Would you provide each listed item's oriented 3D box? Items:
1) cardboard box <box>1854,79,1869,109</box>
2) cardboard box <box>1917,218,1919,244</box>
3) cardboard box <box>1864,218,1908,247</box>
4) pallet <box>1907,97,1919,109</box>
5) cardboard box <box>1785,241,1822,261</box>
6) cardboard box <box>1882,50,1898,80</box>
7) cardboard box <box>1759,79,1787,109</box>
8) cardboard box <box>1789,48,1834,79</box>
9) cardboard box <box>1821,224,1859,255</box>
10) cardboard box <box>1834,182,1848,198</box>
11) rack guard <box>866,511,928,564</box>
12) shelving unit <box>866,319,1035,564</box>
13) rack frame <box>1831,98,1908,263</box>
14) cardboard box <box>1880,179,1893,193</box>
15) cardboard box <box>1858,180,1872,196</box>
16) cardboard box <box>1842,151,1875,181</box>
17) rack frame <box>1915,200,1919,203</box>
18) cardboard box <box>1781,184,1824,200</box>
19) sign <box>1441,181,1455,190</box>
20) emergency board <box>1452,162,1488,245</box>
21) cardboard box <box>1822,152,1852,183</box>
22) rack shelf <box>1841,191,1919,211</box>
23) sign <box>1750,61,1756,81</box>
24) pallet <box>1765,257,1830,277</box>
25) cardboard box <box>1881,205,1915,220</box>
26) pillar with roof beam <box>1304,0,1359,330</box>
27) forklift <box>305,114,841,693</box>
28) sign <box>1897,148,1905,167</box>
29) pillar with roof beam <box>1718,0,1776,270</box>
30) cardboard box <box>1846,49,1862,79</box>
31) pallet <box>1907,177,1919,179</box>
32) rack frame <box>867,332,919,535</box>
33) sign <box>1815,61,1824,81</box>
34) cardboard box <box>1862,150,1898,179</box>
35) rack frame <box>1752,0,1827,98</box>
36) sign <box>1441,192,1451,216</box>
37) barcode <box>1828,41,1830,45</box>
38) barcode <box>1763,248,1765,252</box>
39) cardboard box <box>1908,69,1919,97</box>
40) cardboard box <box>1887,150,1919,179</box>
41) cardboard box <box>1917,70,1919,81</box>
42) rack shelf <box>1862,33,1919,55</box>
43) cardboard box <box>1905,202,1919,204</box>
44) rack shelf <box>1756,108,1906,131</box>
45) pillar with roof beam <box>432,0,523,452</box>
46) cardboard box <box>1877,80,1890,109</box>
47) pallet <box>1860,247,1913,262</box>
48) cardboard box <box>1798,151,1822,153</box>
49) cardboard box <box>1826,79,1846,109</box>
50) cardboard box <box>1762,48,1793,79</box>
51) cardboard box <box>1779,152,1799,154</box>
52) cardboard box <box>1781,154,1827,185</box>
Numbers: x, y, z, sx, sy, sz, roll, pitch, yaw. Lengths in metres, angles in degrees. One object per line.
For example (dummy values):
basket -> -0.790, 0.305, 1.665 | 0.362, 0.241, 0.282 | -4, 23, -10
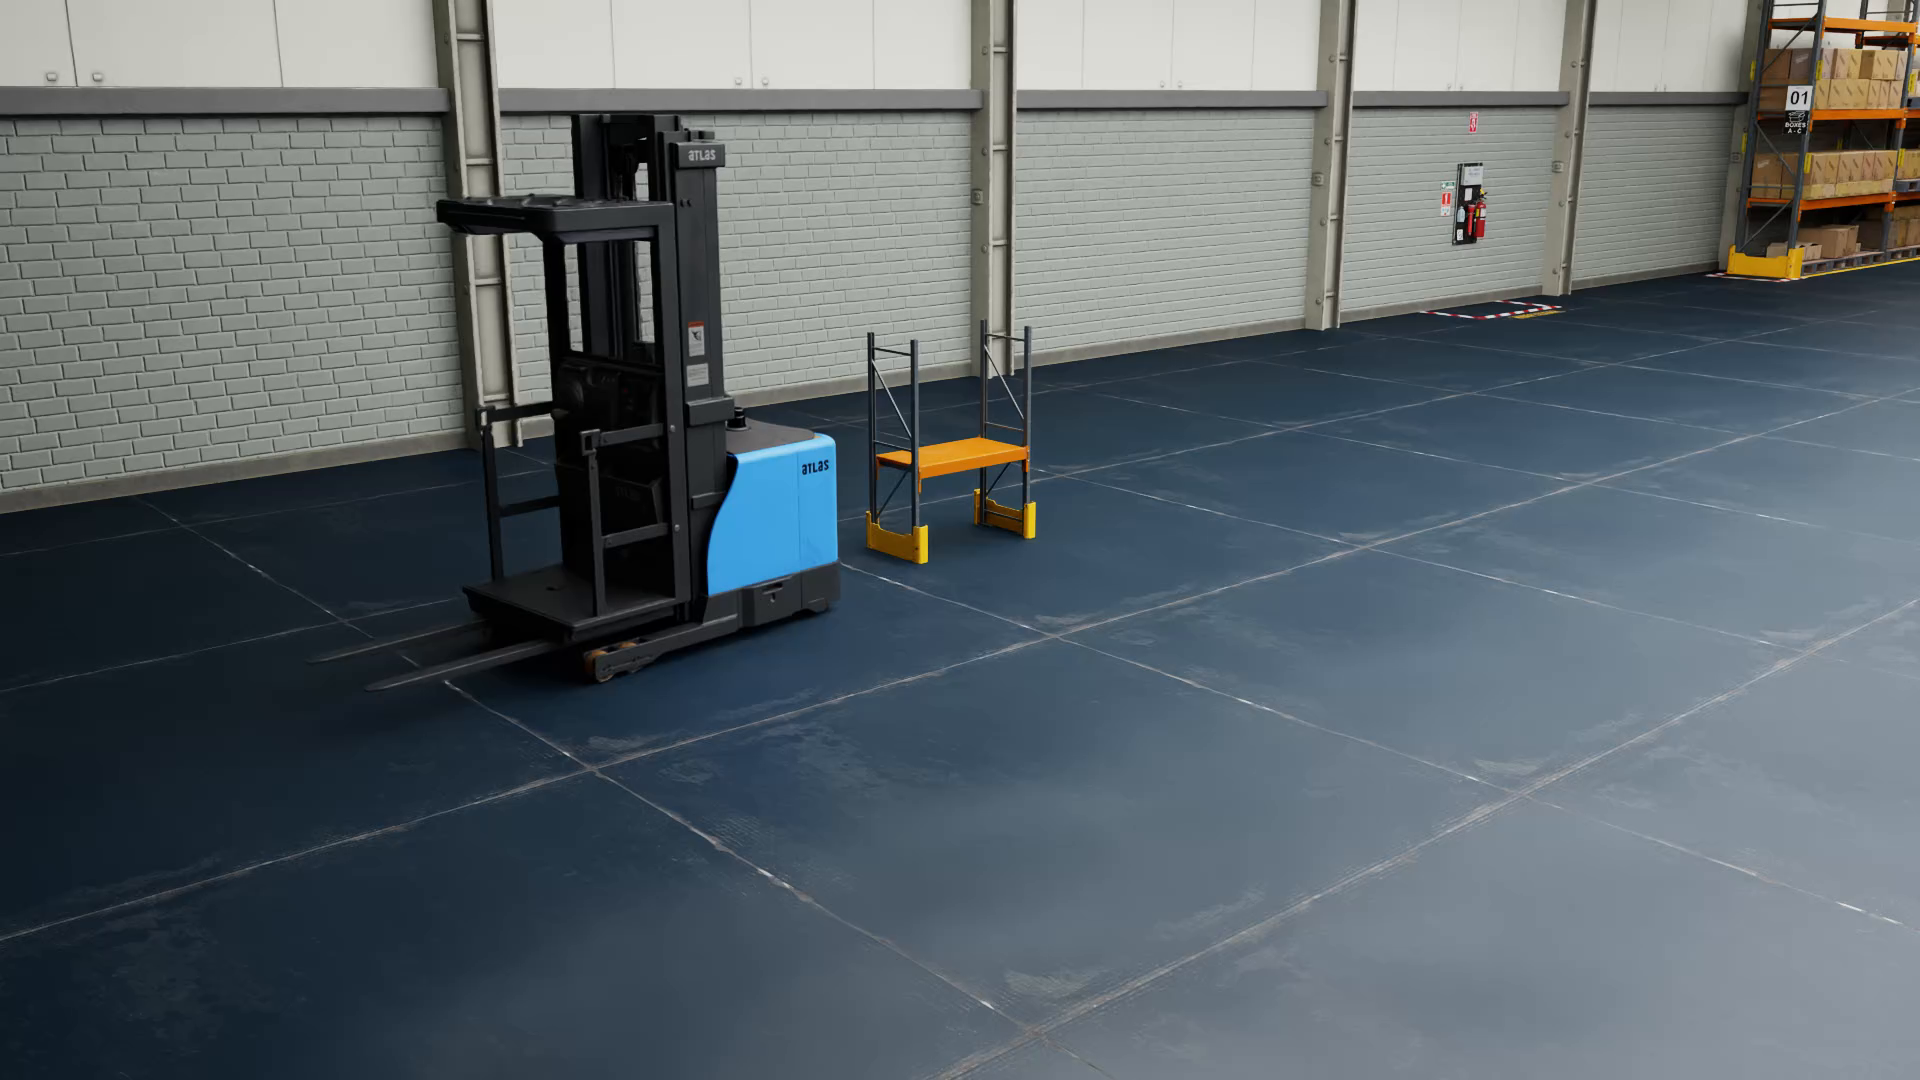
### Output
cardboard box -> 15.606, -7.848, 29.274 | 0.500, 0.500, 0.500 | -11, 19, -36
cardboard box -> 18.687, -6.139, 32.912 | 0.500, 0.500, 0.700 | -13, 20, -40
cardboard box -> 17.901, -5.973, 32.291 | 0.500, 0.500, 0.700 | -13, 20, -40
pallet -> 17.535, -8.185, 31.133 | 1.003, 0.211, 1.213 | -13, 19, -39
cardboard box -> 14.993, -5.175, 29.670 | 0.500, 0.311, 0.500 | -11, 18, -35
cardboard box -> 16.391, -8.500, 29.778 | 0.500, 0.500, 0.500 | -11, 19, -36
cardboard box -> 14.131, -7.693, 28.692 | 0.500, 0.500, 0.500 | -11, 18, -35
cardboard box -> 14.432, -8.074, 28.181 | 0.500, 0.500, 0.500 | 14, 21, 43
cardboard box -> 16.243, -5.564, 30.760 | 0.500, 0.500, 0.500 | 14, 21, 43
cardboard box -> 15.329, -6.199, 29.398 | 0.500, 0.250, 0.500 | -13, 20, -40
rack guard -> -0.433, -0.023, 11.354 | 0.087, 0.250, 0.587 | -13, 19, -39
shelving unit -> -0.058, -0.712, 11.508 | 1.083, 1.500, 0.587 | -13, 19, -39
rack frame -> 17.000, -6.743, 31.182 | 0.127, 3.000, 1.000 | -13, 19, -39
cardboard box -> 16.841, -6.541, 30.677 | 0.500, 0.250, 0.500 | -13, 19, -39
cardboard box -> 16.091, -6.370, 30.037 | 0.500, 0.250, 0.500 | -13, 20, -40
cardboard box -> 16.086, -6.733, 29.944 | 0.500, 0.500, 0.500 | -13, 20, -41
rack frame -> 20.017, -7.421, 33.719 | 0.127, 3.000, 1.000 | -13, 19, -39
cardboard box -> 14.559, -6.024, 28.740 | 0.500, 0.250, 0.500 | -13, 20, -41
sign -> 7.051, -5.124, 24.023 | 0.331, 0.109, 0.001 | -13, 19, -39
emergency board -> 7.527, -4.925, 24.375 | 0.643, 1.169, 0.194 | -13, 19, -39
cardboard box -> 15.313, -6.555, 29.278 | 0.500, 0.500, 0.500 | -13, 20, -41
rack shelf -> 18.508, -6.734, 32.543 | 4.000, 0.370, 1.077 | -13, 19, -39
sign -> 13.633, -8.054, 28.561 | 0.005, 0.325, 0.100 | -13, 19, -39
pallet -> 14.675, -4.862, 29.543 | 1.213, 0.211, 1.003 | -13, 19, -39
cardboard box -> 18.264, -6.402, 32.444 | 0.500, 0.250, 0.500 | -13, 20, -41
pillar with roof beam -> 7.716, -6.380, 18.197 | 0.400, 9.000, 9.100 | -13, 19, -39
forklift -> -2.100, -0.805, 9.085 | 1.130, 2.935, 3.031 | 14, 20, 41
sign -> 17.362, -7.057, 30.680 | 0.005, 0.325, 0.100 | -13, 19, -39
pillar with roof beam -> 16.768, -8.413, 25.808 | 0.400, 9.000, 9.100 | -13, 19, -39
cardboard box -> 15.223, -8.238, 28.795 | 0.500, 0.500, 0.500 | -12, 19, -38
pallet -> 18.551, -6.985, 32.458 | 1.213, 0.211, 1.003 | -13, 19, -39
rack frame -> -0.448, -0.624, 11.180 | 0.032, 1.500, 0.500 | -13, 19, -39
sign -> 14.338, -7.831, 27.750 | 0.005, 0.325, 0.100 | -13, 19, -39
cardboard box -> 16.846, -6.902, 30.577 | 0.500, 0.500, 0.500 | -13, 20, -39
rack frame -> 13.982, -8.964, 27.871 | 0.127, 3.000, 1.000 | -13, 19, -39
sign -> 7.042, -4.868, 24.095 | 0.234, 0.329, 0.001 | -13, 19, -39
barcode -> 15.669, -8.958, 29.981 | 0.075, 0.075, 0.001 | -13, 19, -39
barcode -> 14.314, -5.164, 29.610 | 0.075, 0.075, 0.001 | -13, 19, -39
cardboard box -> 17.465, -8.521, 31.016 | 0.500, 0.500, 0.500 | -9, 18, -32
cardboard box -> 17.832, -7.177, 31.759 | 0.500, 0.500, 0.700 | -10, 18, -34
cardboard box -> 18.395, -8.729, 31.798 | 0.500, 0.500, 0.500 | -14, 20, -41
rack shelf -> 18.508, -9.439, 31.821 | 4.000, 0.370, 1.077 | -13, 19, -39
cardboard box -> 19.037, -6.571, 33.077 | 0.500, 0.250, 0.500 | -12, 19, -38
rack shelf -> 15.491, -7.506, 29.619 | 4.000, 0.370, 1.077 | -13, 19, -39
pillar with roof beam -> -1.337, -4.347, 10.587 | 0.400, 9.000, 9.100 | -13, 19, -39
cardboard box -> 16.391, -8.033, 29.967 | 0.500, 0.500, 0.500 | 14, 20, 42
pallet -> 17.586, -5.528, 32.037 | 1.213, 0.211, 1.003 | -13, 19, -39
cardboard box -> 15.351, -6.743, 29.981 | 0.500, 0.500, 0.500 | -12, 19, -39
cardboard box -> 14.827, -7.665, 28.587 | 0.500, 0.500, 0.500 | -11, 19, -36
cardboard box -> 14.136, -8.180, 28.577 | 0.500, 0.500, 0.500 | -12, 19, -37
cardboard box -> 14.584, -6.570, 29.331 | 0.500, 0.500, 0.500 | -12, 19, -39
cardboard box -> 14.539, -6.387, 28.649 | 0.500, 0.500, 0.500 | -13, 19, -39
